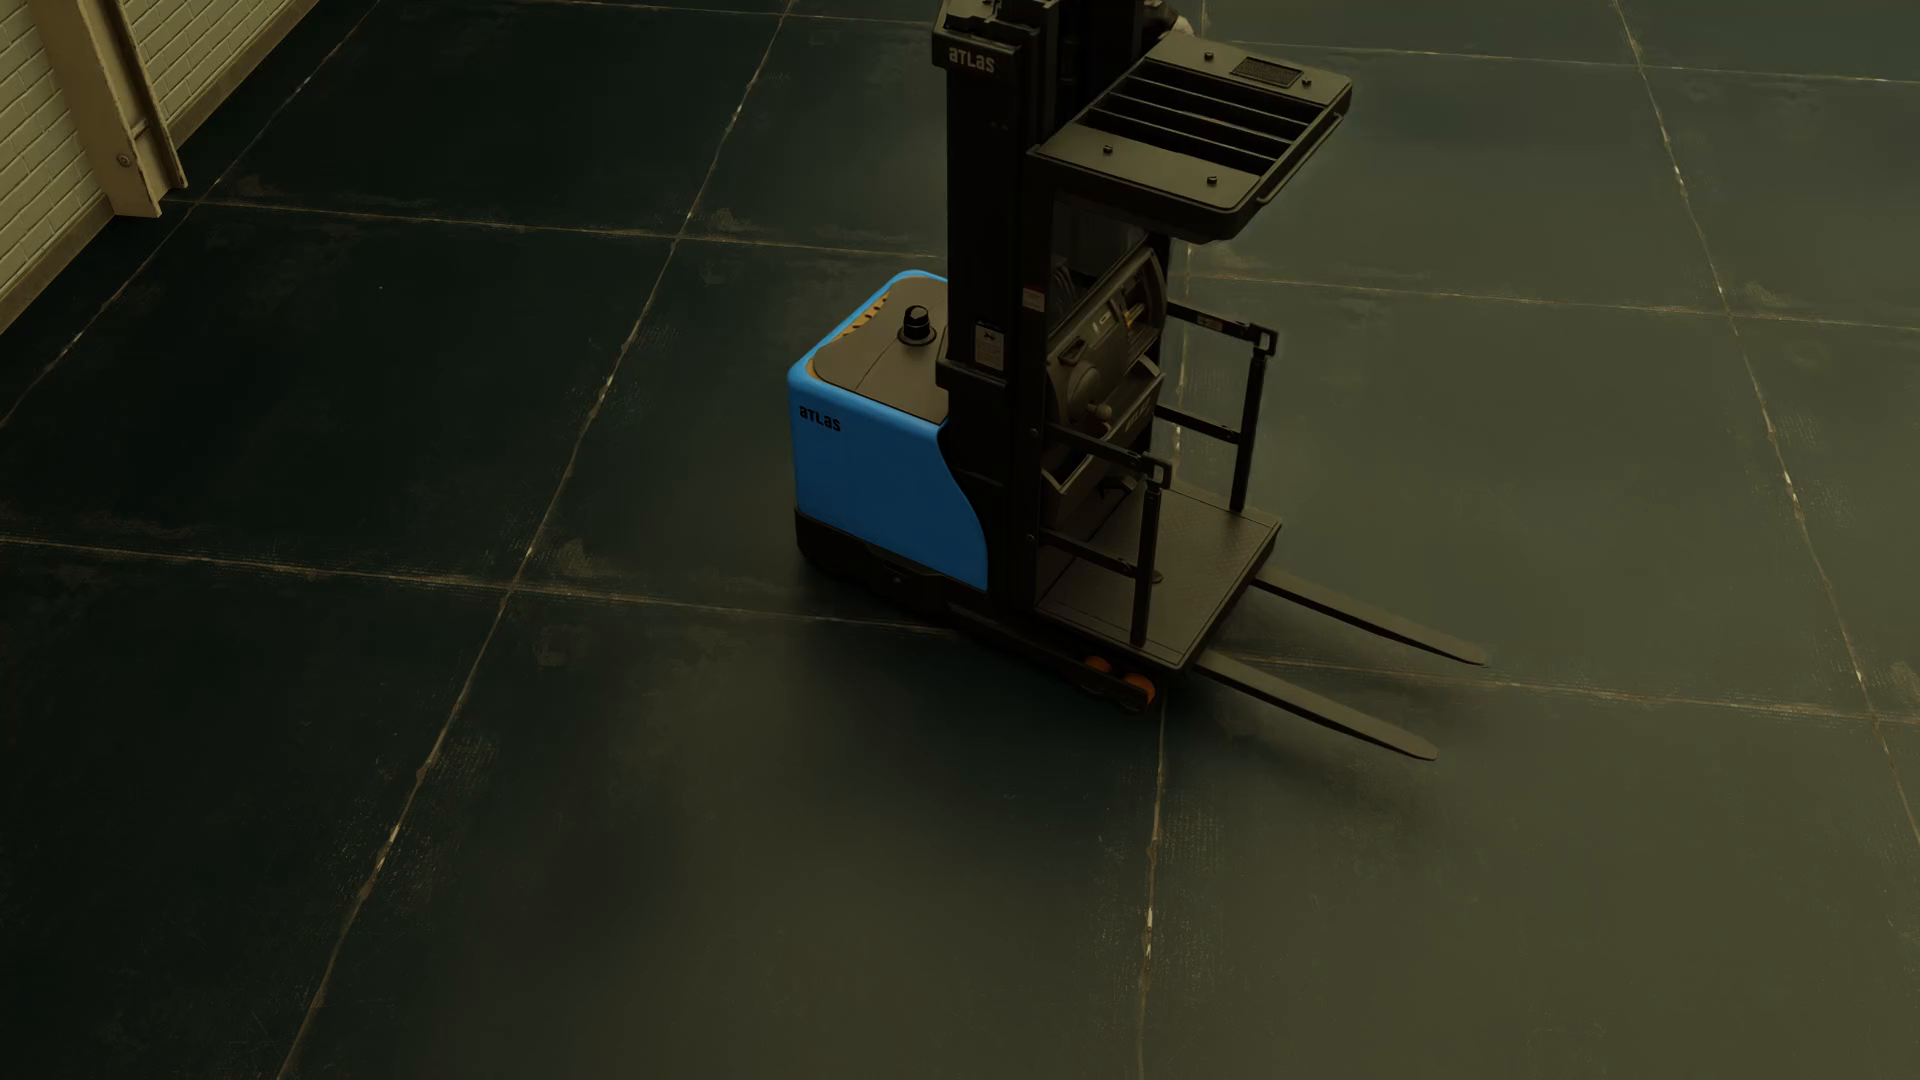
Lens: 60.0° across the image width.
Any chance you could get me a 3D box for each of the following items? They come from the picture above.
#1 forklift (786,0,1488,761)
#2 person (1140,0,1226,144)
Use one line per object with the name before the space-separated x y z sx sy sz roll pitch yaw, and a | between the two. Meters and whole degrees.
forklift | 0.766 -0.764 6.556 3.031 2.935 1.130 22 47 22
person | 1.048 -2.485 9.356 0.943 1.701 0.756 9 43 10
